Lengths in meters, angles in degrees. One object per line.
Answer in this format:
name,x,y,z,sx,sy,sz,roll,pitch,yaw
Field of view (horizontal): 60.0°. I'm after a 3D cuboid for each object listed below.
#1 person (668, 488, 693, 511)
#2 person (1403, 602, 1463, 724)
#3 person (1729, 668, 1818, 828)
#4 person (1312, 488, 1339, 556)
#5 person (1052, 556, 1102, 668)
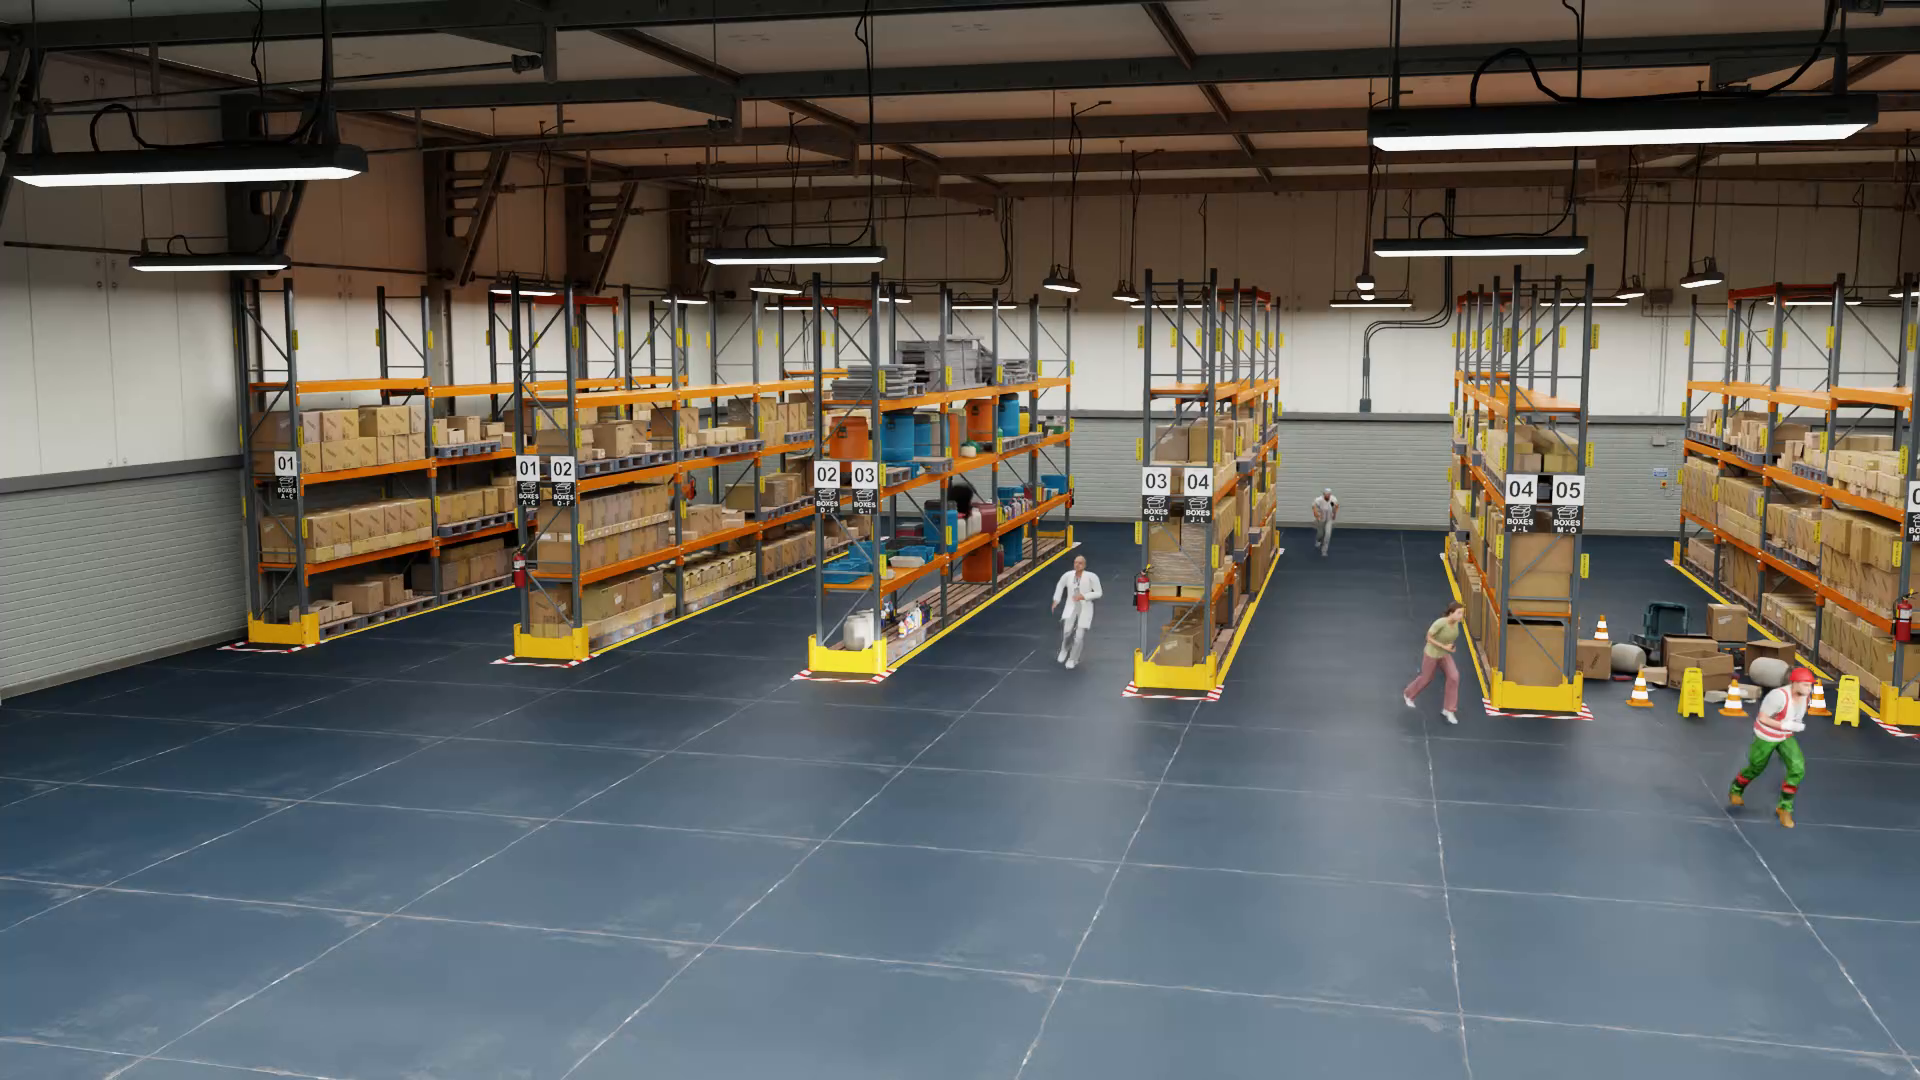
person,-6.324,-0.348,37.727,0.682,1.702,0.605,1,7,8
person,6.312,1.588,22.188,0.619,1.620,0.974,-5,8,-34
person,8.510,2.119,17.405,0.707,1.722,1.028,-2,7,-18
person,8.559,-0.436,39.054,0.615,1.621,0.965,0,7,-2
person,1.788,1.105,25.476,0.790,1.734,0.633,1,7,9
